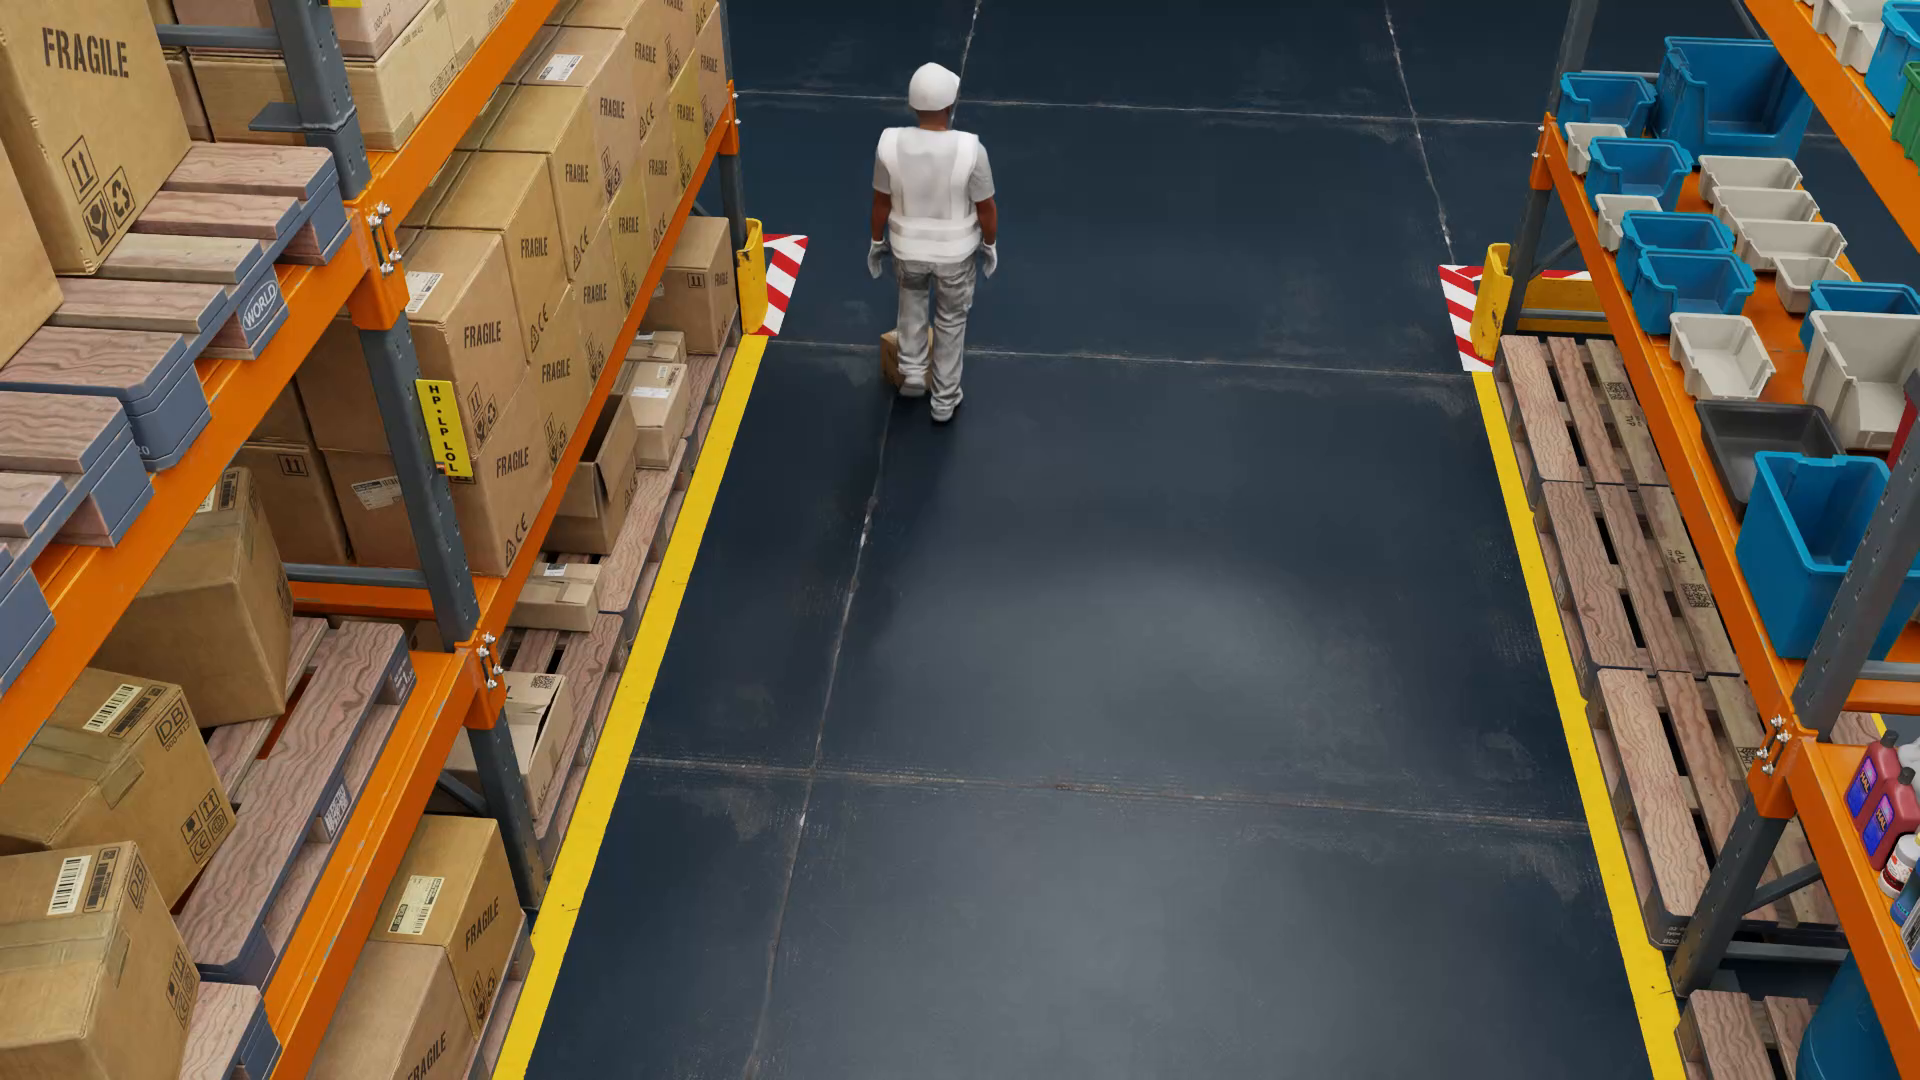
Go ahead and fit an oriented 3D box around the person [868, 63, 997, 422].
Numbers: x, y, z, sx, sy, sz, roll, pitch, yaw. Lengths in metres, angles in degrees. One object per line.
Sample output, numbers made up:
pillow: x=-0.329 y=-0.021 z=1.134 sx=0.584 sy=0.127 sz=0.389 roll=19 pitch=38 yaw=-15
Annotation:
person: x=-0.111 y=-1.397 z=7.790 sx=0.602 sy=1.802 sz=0.451 roll=9 pitch=41 yaw=11
